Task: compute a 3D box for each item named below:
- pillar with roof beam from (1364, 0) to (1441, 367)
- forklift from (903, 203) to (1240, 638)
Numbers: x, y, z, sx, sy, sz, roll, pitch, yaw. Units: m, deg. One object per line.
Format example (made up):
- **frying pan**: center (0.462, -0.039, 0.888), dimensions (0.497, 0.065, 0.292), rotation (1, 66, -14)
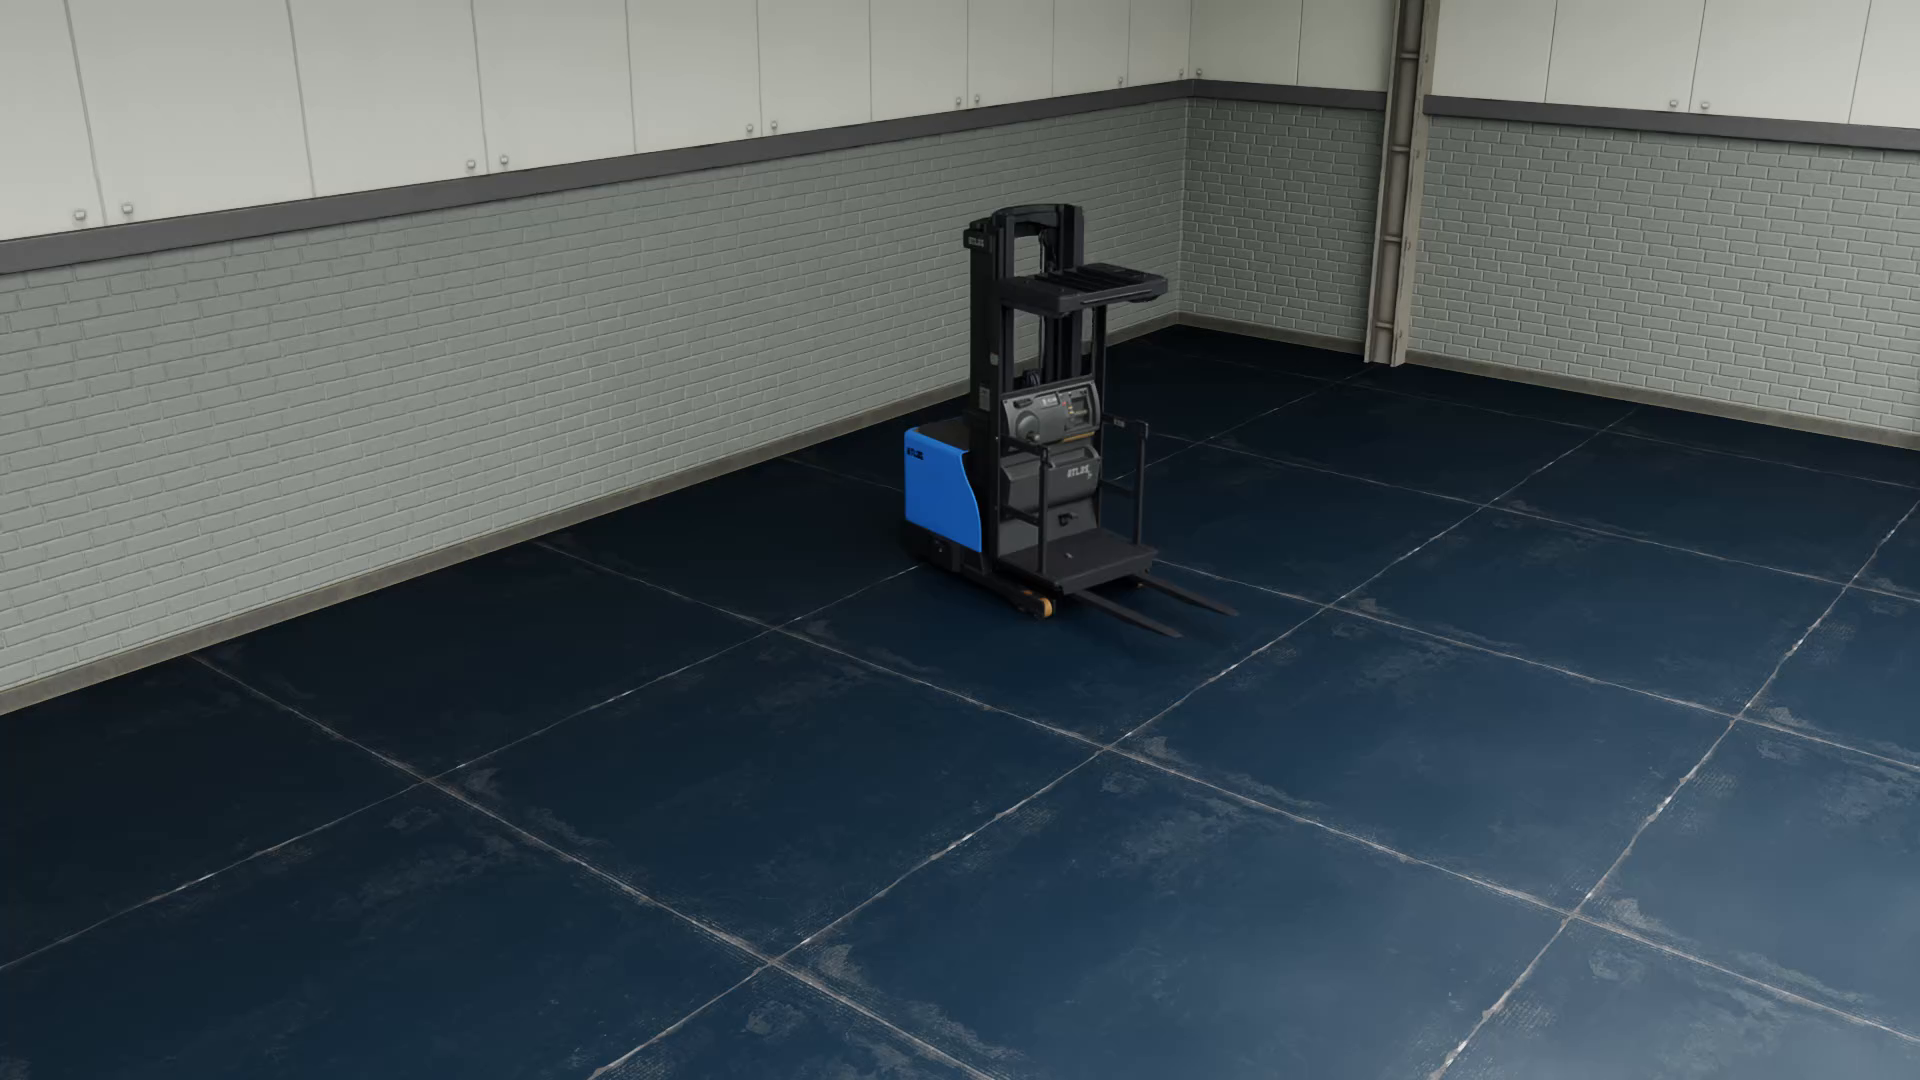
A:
- **pillar with roof beam**: center (2.331, -5.154, 15.085), dimensions (0.400, 9.000, 9.100), rotation (16, 26, 36)
- **forklift**: center (0.837, -0.969, 12.586), dimensions (1.130, 2.935, 3.031), rotation (-16, 26, -36)
